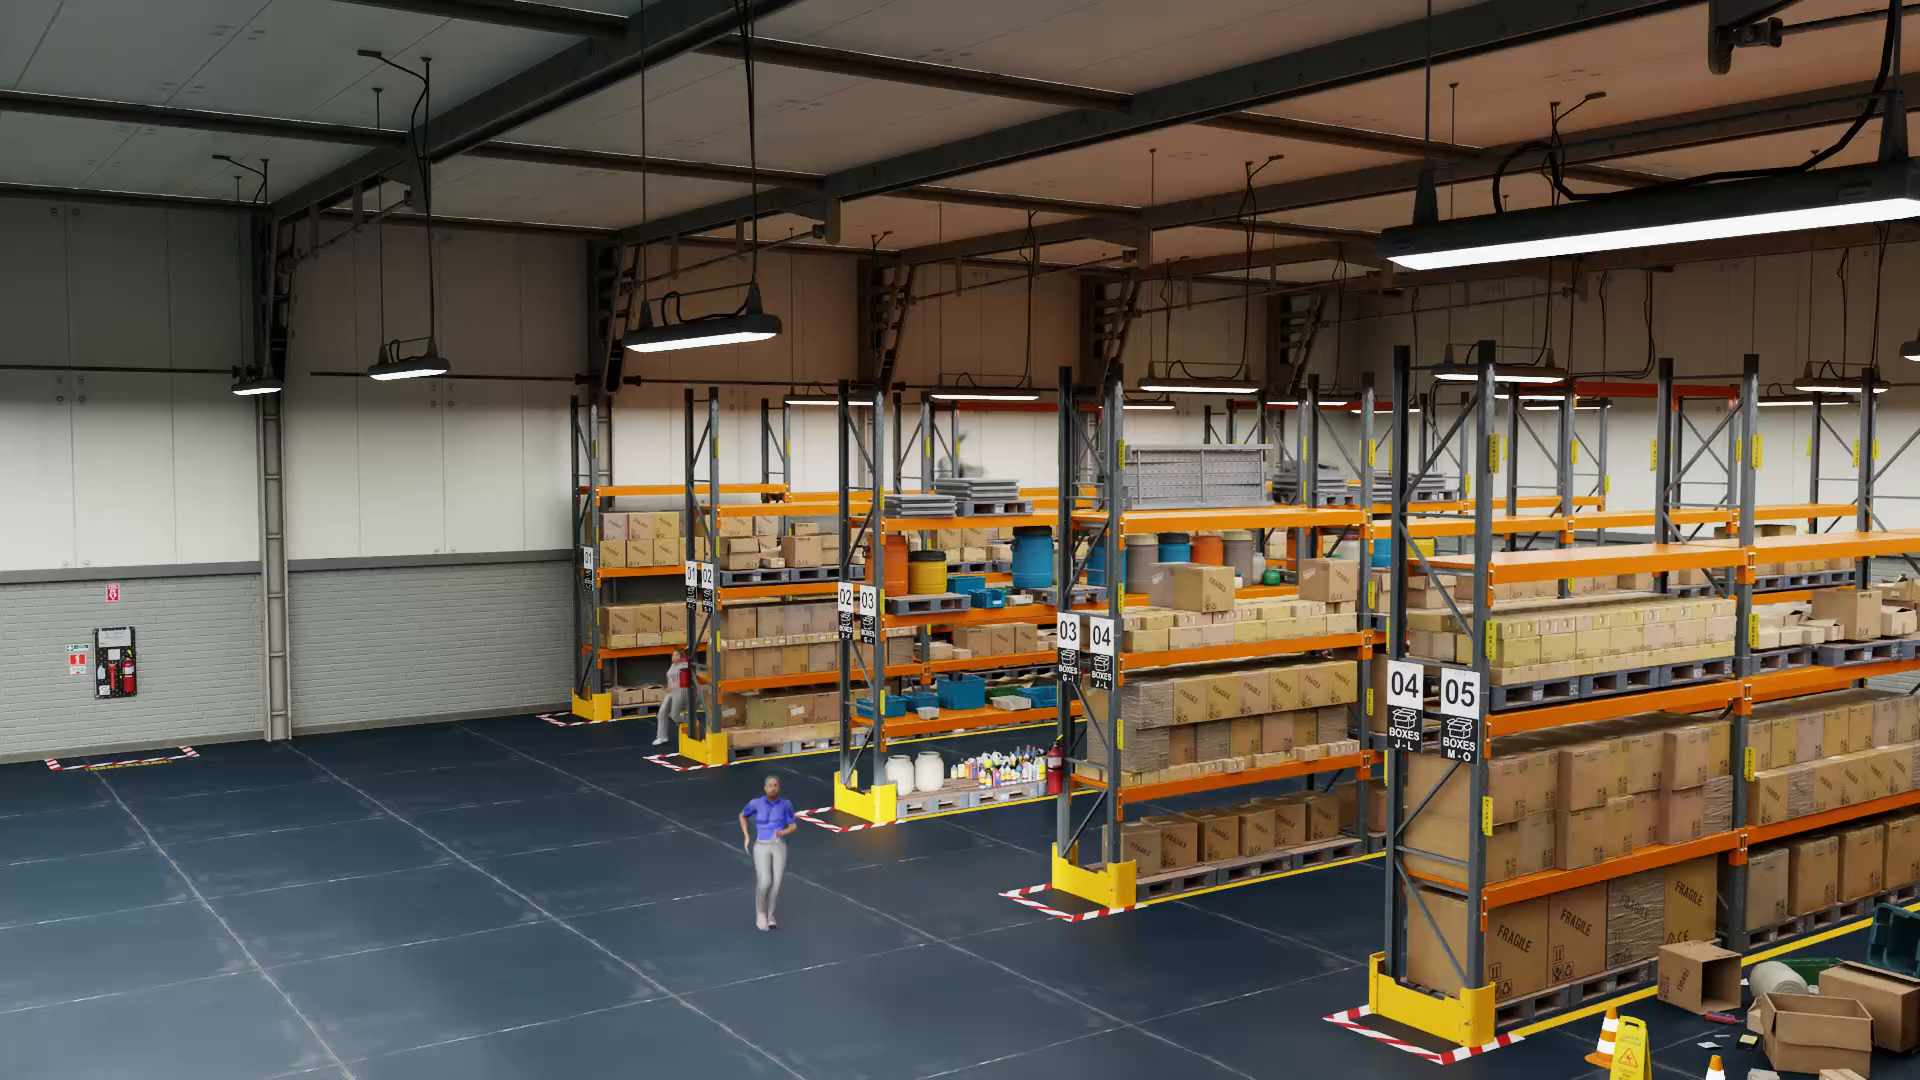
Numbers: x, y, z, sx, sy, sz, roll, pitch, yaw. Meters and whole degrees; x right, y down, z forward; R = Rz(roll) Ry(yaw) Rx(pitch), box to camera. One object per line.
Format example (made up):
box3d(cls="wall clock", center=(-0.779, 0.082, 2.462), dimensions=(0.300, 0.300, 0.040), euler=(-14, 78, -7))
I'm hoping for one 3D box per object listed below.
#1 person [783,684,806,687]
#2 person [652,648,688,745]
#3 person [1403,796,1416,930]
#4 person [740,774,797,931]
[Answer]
box3d(cls="person", center=(-2.939, 2.512, 30.088), dimensions=(0.937, 1.646, 0.599), euler=(-3, 5, -40))
box3d(cls="person", center=(-4.781, 2.659, 28.308), dimensions=(0.837, 1.623, 0.601), euler=(-3, 5, -43))
box3d(cls="person", center=(4.844, 3.248, 17.401), dimensions=(0.632, 1.802, 0.689), euler=(3, 5, 44))
box3d(cls="person", center=(-1.993, 3.286, 17.468), dimensions=(0.560, 1.634, 0.621), euler=(-1, 4, -16))
